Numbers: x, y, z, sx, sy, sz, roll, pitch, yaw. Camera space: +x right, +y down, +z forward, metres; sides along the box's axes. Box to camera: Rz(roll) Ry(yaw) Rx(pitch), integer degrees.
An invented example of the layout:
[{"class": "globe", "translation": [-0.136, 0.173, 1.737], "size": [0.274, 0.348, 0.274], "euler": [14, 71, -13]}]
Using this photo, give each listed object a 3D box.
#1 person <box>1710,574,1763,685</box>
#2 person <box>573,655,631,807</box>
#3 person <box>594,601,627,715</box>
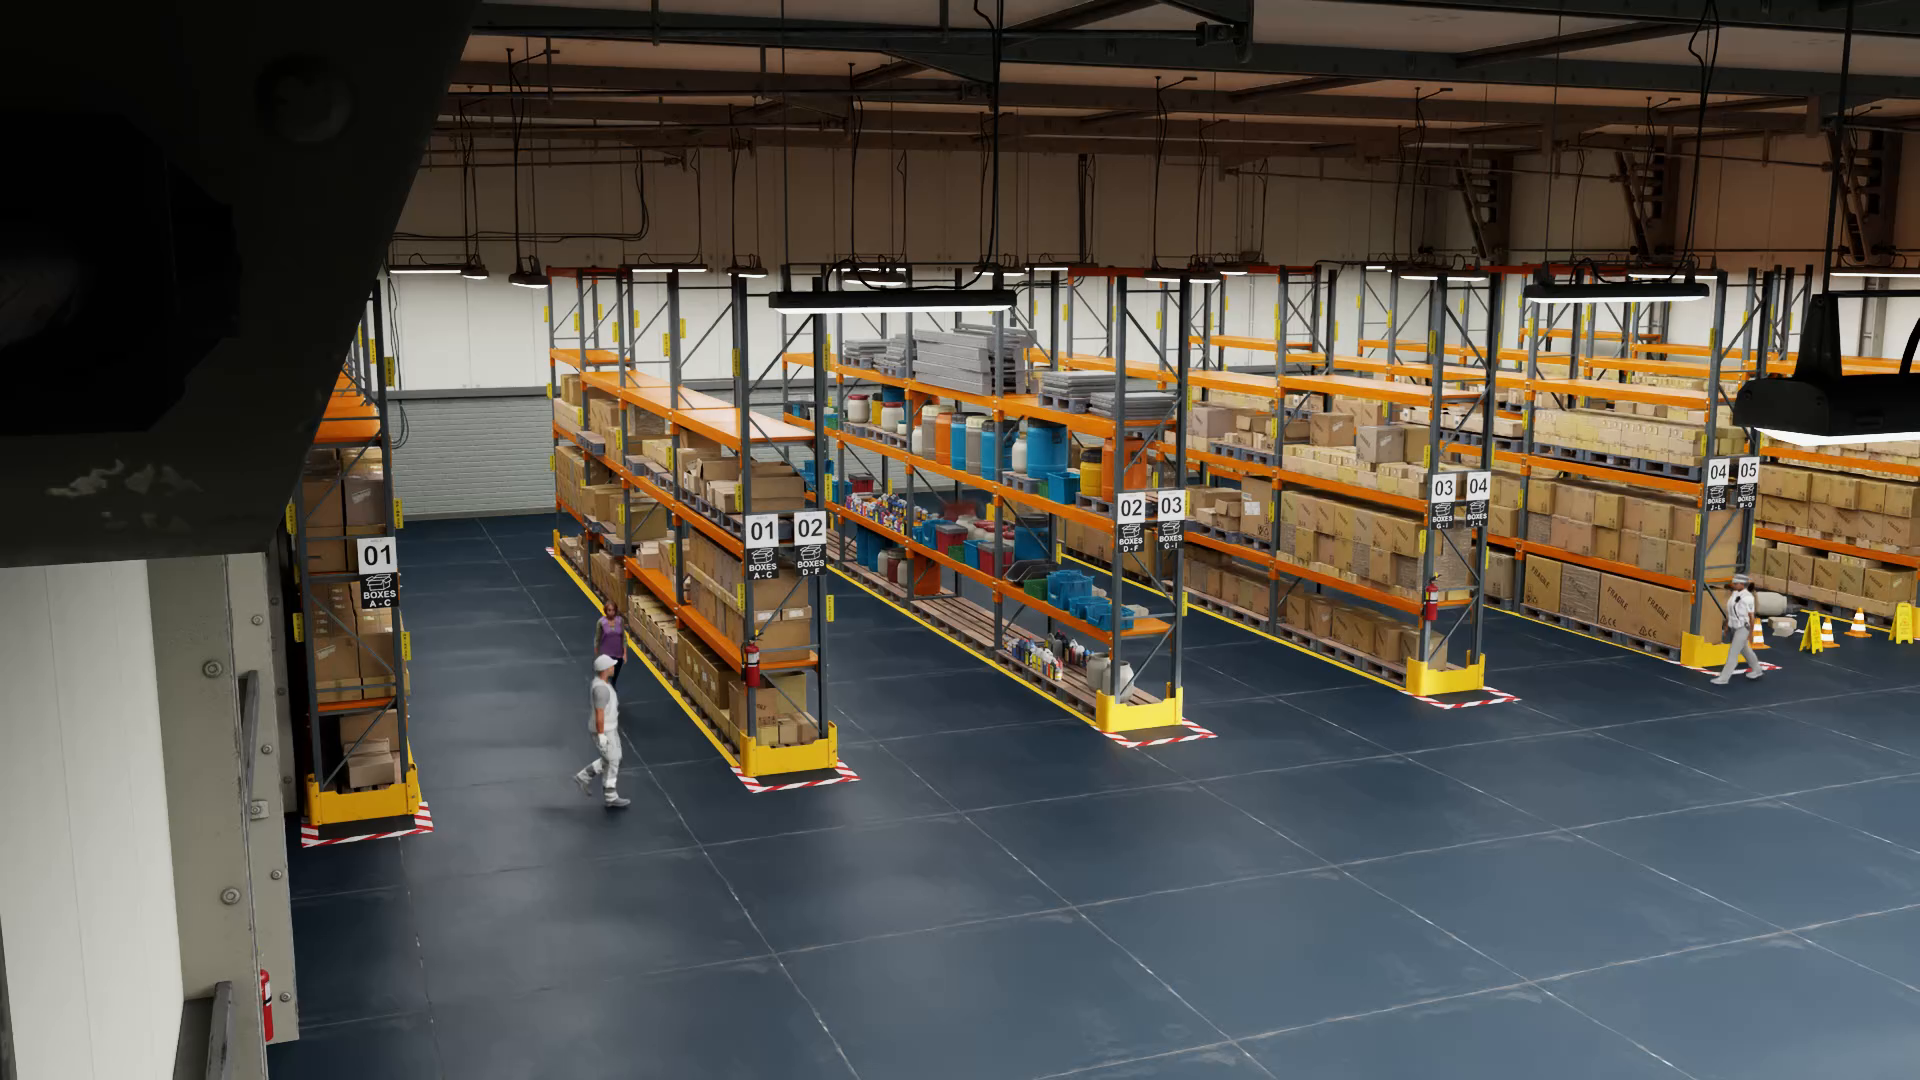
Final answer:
[{"class": "person", "translation": [11.485, 1.290, 24.498], "size": [1.020, 1.606, 0.471], "euler": [-2, 10, -10]}, {"class": "person", "translation": [-4.121, 2.178, 18.972], "size": [0.680, 1.778, 0.531], "euler": [0, 10, 2]}, {"class": "person", "translation": [-4.776, 1.618, 22.885], "size": [0.433, 1.512, 0.967], "euler": [-6, 12, -33]}]
